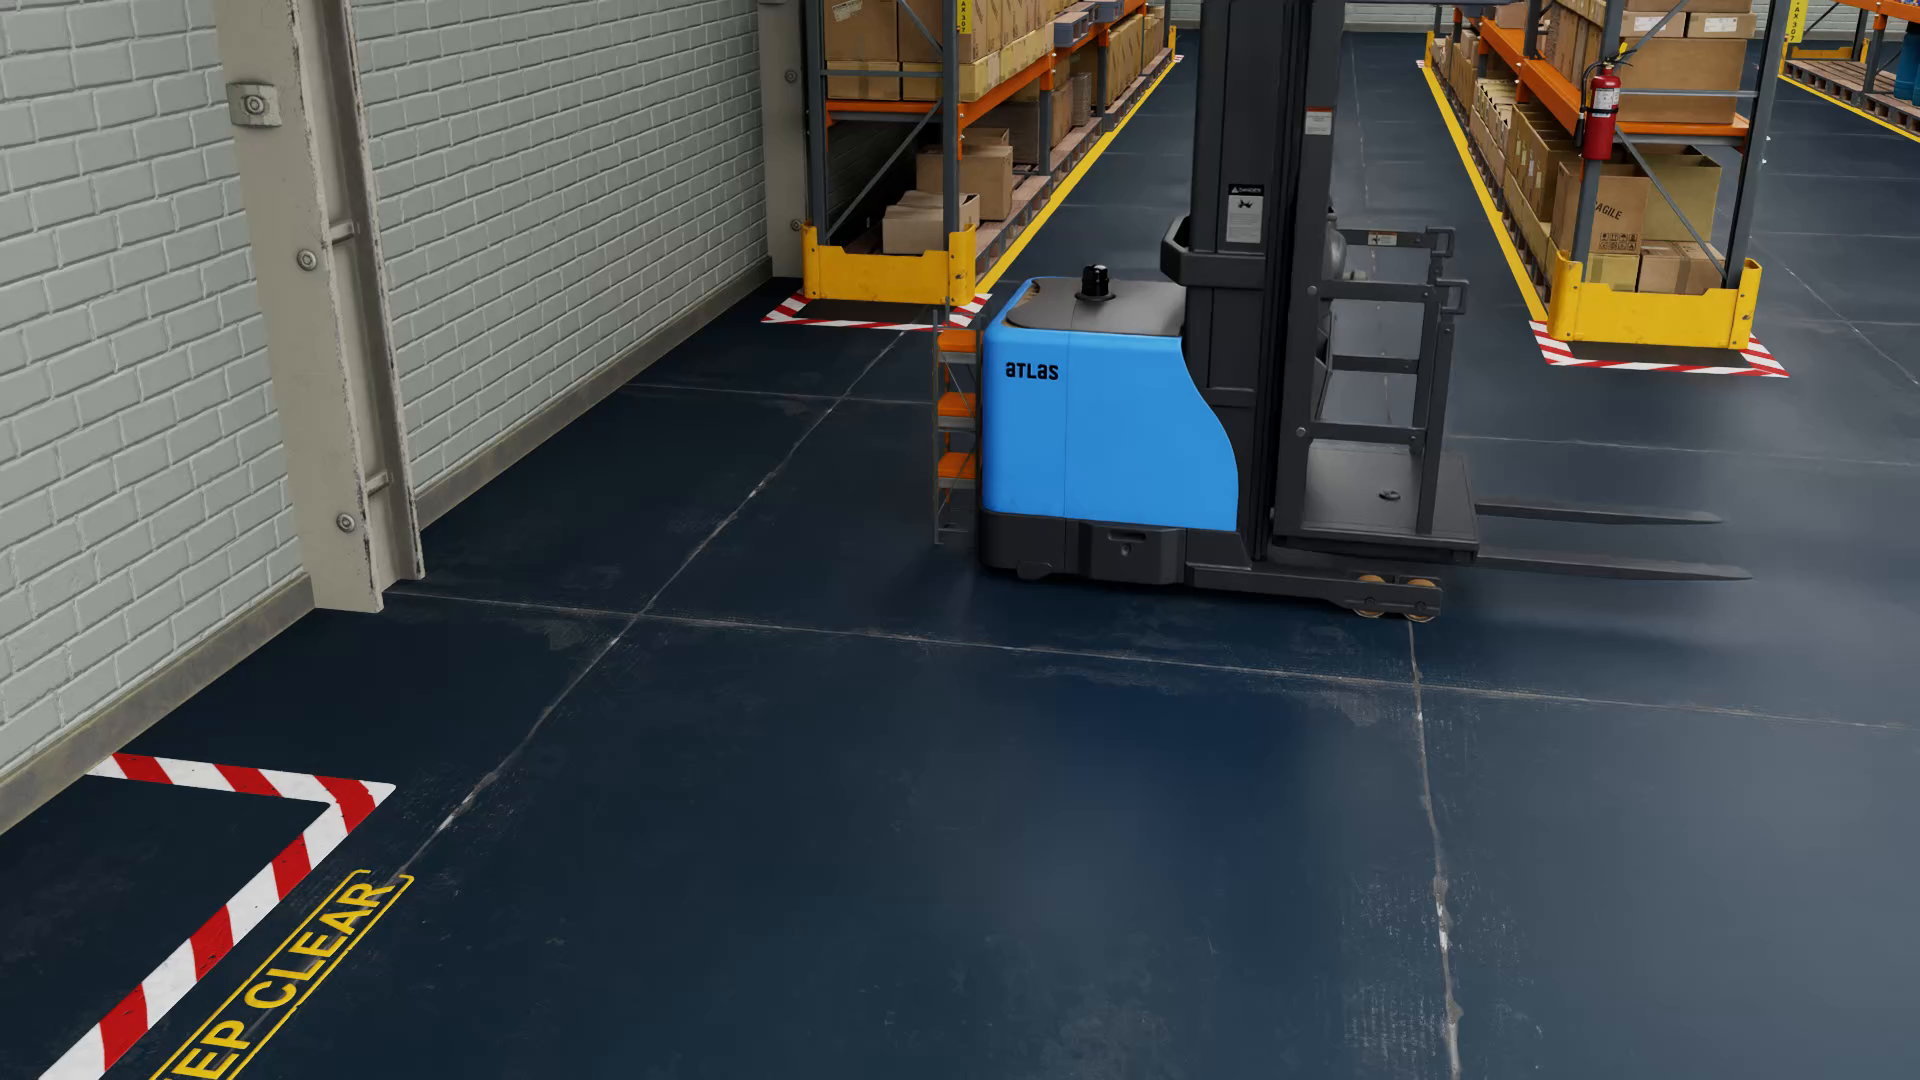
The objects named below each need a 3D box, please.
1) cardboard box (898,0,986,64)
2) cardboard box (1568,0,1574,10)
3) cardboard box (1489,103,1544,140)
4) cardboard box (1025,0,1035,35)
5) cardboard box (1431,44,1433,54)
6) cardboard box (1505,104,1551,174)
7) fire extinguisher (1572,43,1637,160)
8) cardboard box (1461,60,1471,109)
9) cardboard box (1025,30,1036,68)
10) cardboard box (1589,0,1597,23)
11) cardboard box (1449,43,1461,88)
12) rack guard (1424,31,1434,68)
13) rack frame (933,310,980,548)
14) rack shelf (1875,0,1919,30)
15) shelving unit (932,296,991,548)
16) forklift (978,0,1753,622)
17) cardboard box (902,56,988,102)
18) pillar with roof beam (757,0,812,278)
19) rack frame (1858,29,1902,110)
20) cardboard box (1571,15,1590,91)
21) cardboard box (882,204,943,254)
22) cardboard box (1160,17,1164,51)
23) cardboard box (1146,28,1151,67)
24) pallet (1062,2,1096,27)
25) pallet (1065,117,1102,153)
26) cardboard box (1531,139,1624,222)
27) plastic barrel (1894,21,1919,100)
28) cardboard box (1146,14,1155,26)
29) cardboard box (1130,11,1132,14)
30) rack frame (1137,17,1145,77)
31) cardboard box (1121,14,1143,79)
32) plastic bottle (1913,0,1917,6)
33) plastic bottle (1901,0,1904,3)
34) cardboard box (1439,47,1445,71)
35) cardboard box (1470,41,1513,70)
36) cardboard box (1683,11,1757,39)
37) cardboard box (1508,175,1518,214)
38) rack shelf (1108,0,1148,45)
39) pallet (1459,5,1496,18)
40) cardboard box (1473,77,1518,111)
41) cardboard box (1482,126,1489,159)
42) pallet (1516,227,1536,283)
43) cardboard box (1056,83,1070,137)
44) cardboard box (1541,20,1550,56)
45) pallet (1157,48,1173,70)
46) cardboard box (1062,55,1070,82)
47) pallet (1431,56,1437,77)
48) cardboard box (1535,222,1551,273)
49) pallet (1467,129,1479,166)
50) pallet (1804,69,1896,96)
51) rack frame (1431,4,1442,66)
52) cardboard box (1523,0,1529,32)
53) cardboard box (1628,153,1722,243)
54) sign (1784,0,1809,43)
[{"bbox_3d":[-0.115,-3.496,11.189,0.500,0.500,0.500,4,22,11],"label":"cardboard box"},{"bbox_3d":[4.656,-3.936,12.108,0.380,0.149,0.250,4,22,9],"label":"cardboard box"},{"bbox_3d":[5.166,-3.866,15.305,0.500,0.311,0.500,4,22,11],"label":"cardboard box"},{"bbox_3d":[0.306,-4.244,13.047,0.500,0.500,0.500,4,22,9],"label":"cardboard box"},{"bbox_3d":[7.136,-7.204,24.428,0.380,0.166,0.250,4,22,11],"label":"cardboard box"},{"bbox_3d":[4.759,-3.265,13.560,0.500,0.500,0.500,4,22,11],"label":"cardboard box"},{"bbox_3d":[3.865,-2.637,9.989,0.296,0.674,0.183,4,22,11],"label":"fire extinguisher"},{"bbox_3d":[6.043,-5.200,19.007,0.500,0.500,0.500,4,22,9],"label":"cardboard box"},{"bbox_3d":[0.312,-3.896,13.187,0.500,0.250,0.500,4,22,11],"label":"cardboard box"},{"bbox_3d":[4.446,-3.559,11.174,0.380,0.149,0.250,5,23,13],"label":"cardboard box"},{"bbox_3d":[6.455,-5.955,20.883,0.500,0.500,0.500,3,22,8],"label":"cardboard box"},{"bbox_3d":[7.593,-7.345,24.921,1.175,0.500,0.348,4,22,11],"label":"rack guard"},{"bbox_3d":[-0.014,-0.462,7.095,0.200,1.050,0.008,4,22,11],"label":"rack frame"},{"bbox_3d":[11.232,-5.625,18.268,1.077,0.370,4.000,4,22,11],"label":"rack shelf"},{"bbox_3d":[0.011,-0.507,7.206,0.215,1.050,0.252,4,22,11],"label":"shelving unit"},{"bbox_3d":[1.649,-1.254,6.543,3.031,2.935,1.130,5,22,12],"label":"forklift"},{"bbox_3d":[-0.096,-3.151,11.336,0.500,0.250,0.500,4,22,9],"label":"cardboard box"},{"bbox_3d":[3.004,-5.833,9.792,9.100,9.000,0.400,4,22,11],"label":"pillar with roof beam"},{"bbox_3d":[11.641,-6.690,19.950,1.000,3.000,0.127,4,22,11],"label":"rack frame"},{"bbox_3d":[4.765,-3.463,11.803,0.700,0.500,0.500,5,23,13],"label":"cardboard box"},{"bbox_3d":[-0.277,-2.260,11.960,0.500,0.311,0.500,2,22,5],"label":"cardboard box"},{"bbox_3d":[2.713,-7.680,25.192,0.700,0.500,0.500,4,22,11],"label":"cardboard box"},{"bbox_3d":[2.301,-6.930,23.329,0.700,0.500,0.500,4,22,10],"label":"cardboard box"},{"bbox_3d":[0.762,-5.166,16.423,1.003,0.211,1.213,4,22,11],"label":"pallet"},{"bbox_3d":[0.965,-4.403,18.005,1.003,0.211,1.213,4,22,11],"label":"pallet"},{"bbox_3d":[4.351,-2.533,11.743,0.500,0.500,0.500,4,22,11],"label":"cardboard box"},{"bbox_3d":[11.513,-5.714,19.773,0.600,0.901,0.708,4,22,11],"label":"plastic barrel"},{"bbox_3d":[2.550,-7.350,23.503,0.380,0.149,0.250,4,22,9],"label":"cardboard box"},{"bbox_3d":[2.286,-7.578,24.070,0.380,0.149,0.250,5,22,11],"label":"cardboard box"},{"bbox_3d":[1.942,-7.445,21.825,1.000,3.000,0.127,4,22,11],"label":"rack frame"},{"bbox_3d":[1.937,-6.395,21.534,0.750,0.750,0.750,5,22,12],"label":"cardboard box"},{"bbox_3d":[11.028,-6.248,19.118,0.097,0.201,0.097,0,22,0],"label":"plastic bottle"},{"bbox_3d":[11.115,-6.404,19.506,0.097,0.201,0.097,0,22,0],"label":"plastic bottle"},{"bbox_3d":[6.784,-6.530,22.563,0.500,0.311,0.500,4,22,11],"label":"cardboard box"},{"bbox_3d":[5.944,-5.380,18.449,0.500,0.250,0.500,5,23,13],"label":"cardboard box"},{"bbox_3d":[4.634,-3.155,10.170,0.380,0.149,0.250,4,22,11],"label":"cardboard box"},{"bbox_3d":[4.661,-2.734,13.245,0.500,0.250,0.500,4,22,11],"label":"cardboard box"},{"bbox_3d":[1.534,-6.380,20.143,1.077,0.370,4.000,4,22,11],"label":"rack shelf"},{"bbox_3d":[6.046,-5.771,17.923,1.213,0.211,1.003,4,22,11],"label":"pallet"},{"bbox_3d":[5.582,-4.617,17.169,0.500,0.311,0.500,5,23,13],"label":"cardboard box"},{"bbox_3d":[5.275,-3.794,15.878,0.500,0.250,0.500,5,22,12],"label":"cardboard box"},{"bbox_3d":[4.710,-2.115,12.322,1.003,0.211,1.213,4,22,11],"label":"pallet"},{"bbox_3d":[0.737,-4.396,17.012,0.700,0.500,0.500,4,22,11],"label":"cardboard box"},{"bbox_3d":[5.218,-4.257,14.110,0.500,0.250,0.500,6,23,14],"label":"cardboard box"},{"bbox_3d":[2.672,-7.316,25.238,1.003,0.211,1.213,4,22,11],"label":"pallet"},{"bbox_3d":[0.852,-4.904,17.268,0.500,0.250,0.500,5,22,12],"label":"cardboard box"},{"bbox_3d":[7.431,-6.919,24.251,1.003,0.211,1.213,4,22,11],"label":"pallet"},{"bbox_3d":[4.254,-2.002,11.428,0.500,0.250,0.500,4,22,11],"label":"cardboard box"},{"bbox_3d":[5.770,-4.015,17.039,1.003,0.211,1.213,4,22,11],"label":"pallet"},{"bbox_3d":[11.999,-6.116,22.257,1.003,0.211,1.213,4,22,11],"label":"pallet"},{"bbox_3d":[7.608,-8.532,24.523,1.000,3.000,0.127,4,22,11],"label":"rack frame"},{"bbox_3d":[5.650,-5.038,15.713,0.500,0.500,0.500,3,22,8],"label":"cardboard box"},{"bbox_3d":[4.771,-2.310,11.188,0.500,0.500,0.500,4,22,11],"label":"cardboard box"},{"bbox_3d":[4.886,-3.074,9.707,0.100,0.325,0.005,4,22,11],"label":"sign"}]
